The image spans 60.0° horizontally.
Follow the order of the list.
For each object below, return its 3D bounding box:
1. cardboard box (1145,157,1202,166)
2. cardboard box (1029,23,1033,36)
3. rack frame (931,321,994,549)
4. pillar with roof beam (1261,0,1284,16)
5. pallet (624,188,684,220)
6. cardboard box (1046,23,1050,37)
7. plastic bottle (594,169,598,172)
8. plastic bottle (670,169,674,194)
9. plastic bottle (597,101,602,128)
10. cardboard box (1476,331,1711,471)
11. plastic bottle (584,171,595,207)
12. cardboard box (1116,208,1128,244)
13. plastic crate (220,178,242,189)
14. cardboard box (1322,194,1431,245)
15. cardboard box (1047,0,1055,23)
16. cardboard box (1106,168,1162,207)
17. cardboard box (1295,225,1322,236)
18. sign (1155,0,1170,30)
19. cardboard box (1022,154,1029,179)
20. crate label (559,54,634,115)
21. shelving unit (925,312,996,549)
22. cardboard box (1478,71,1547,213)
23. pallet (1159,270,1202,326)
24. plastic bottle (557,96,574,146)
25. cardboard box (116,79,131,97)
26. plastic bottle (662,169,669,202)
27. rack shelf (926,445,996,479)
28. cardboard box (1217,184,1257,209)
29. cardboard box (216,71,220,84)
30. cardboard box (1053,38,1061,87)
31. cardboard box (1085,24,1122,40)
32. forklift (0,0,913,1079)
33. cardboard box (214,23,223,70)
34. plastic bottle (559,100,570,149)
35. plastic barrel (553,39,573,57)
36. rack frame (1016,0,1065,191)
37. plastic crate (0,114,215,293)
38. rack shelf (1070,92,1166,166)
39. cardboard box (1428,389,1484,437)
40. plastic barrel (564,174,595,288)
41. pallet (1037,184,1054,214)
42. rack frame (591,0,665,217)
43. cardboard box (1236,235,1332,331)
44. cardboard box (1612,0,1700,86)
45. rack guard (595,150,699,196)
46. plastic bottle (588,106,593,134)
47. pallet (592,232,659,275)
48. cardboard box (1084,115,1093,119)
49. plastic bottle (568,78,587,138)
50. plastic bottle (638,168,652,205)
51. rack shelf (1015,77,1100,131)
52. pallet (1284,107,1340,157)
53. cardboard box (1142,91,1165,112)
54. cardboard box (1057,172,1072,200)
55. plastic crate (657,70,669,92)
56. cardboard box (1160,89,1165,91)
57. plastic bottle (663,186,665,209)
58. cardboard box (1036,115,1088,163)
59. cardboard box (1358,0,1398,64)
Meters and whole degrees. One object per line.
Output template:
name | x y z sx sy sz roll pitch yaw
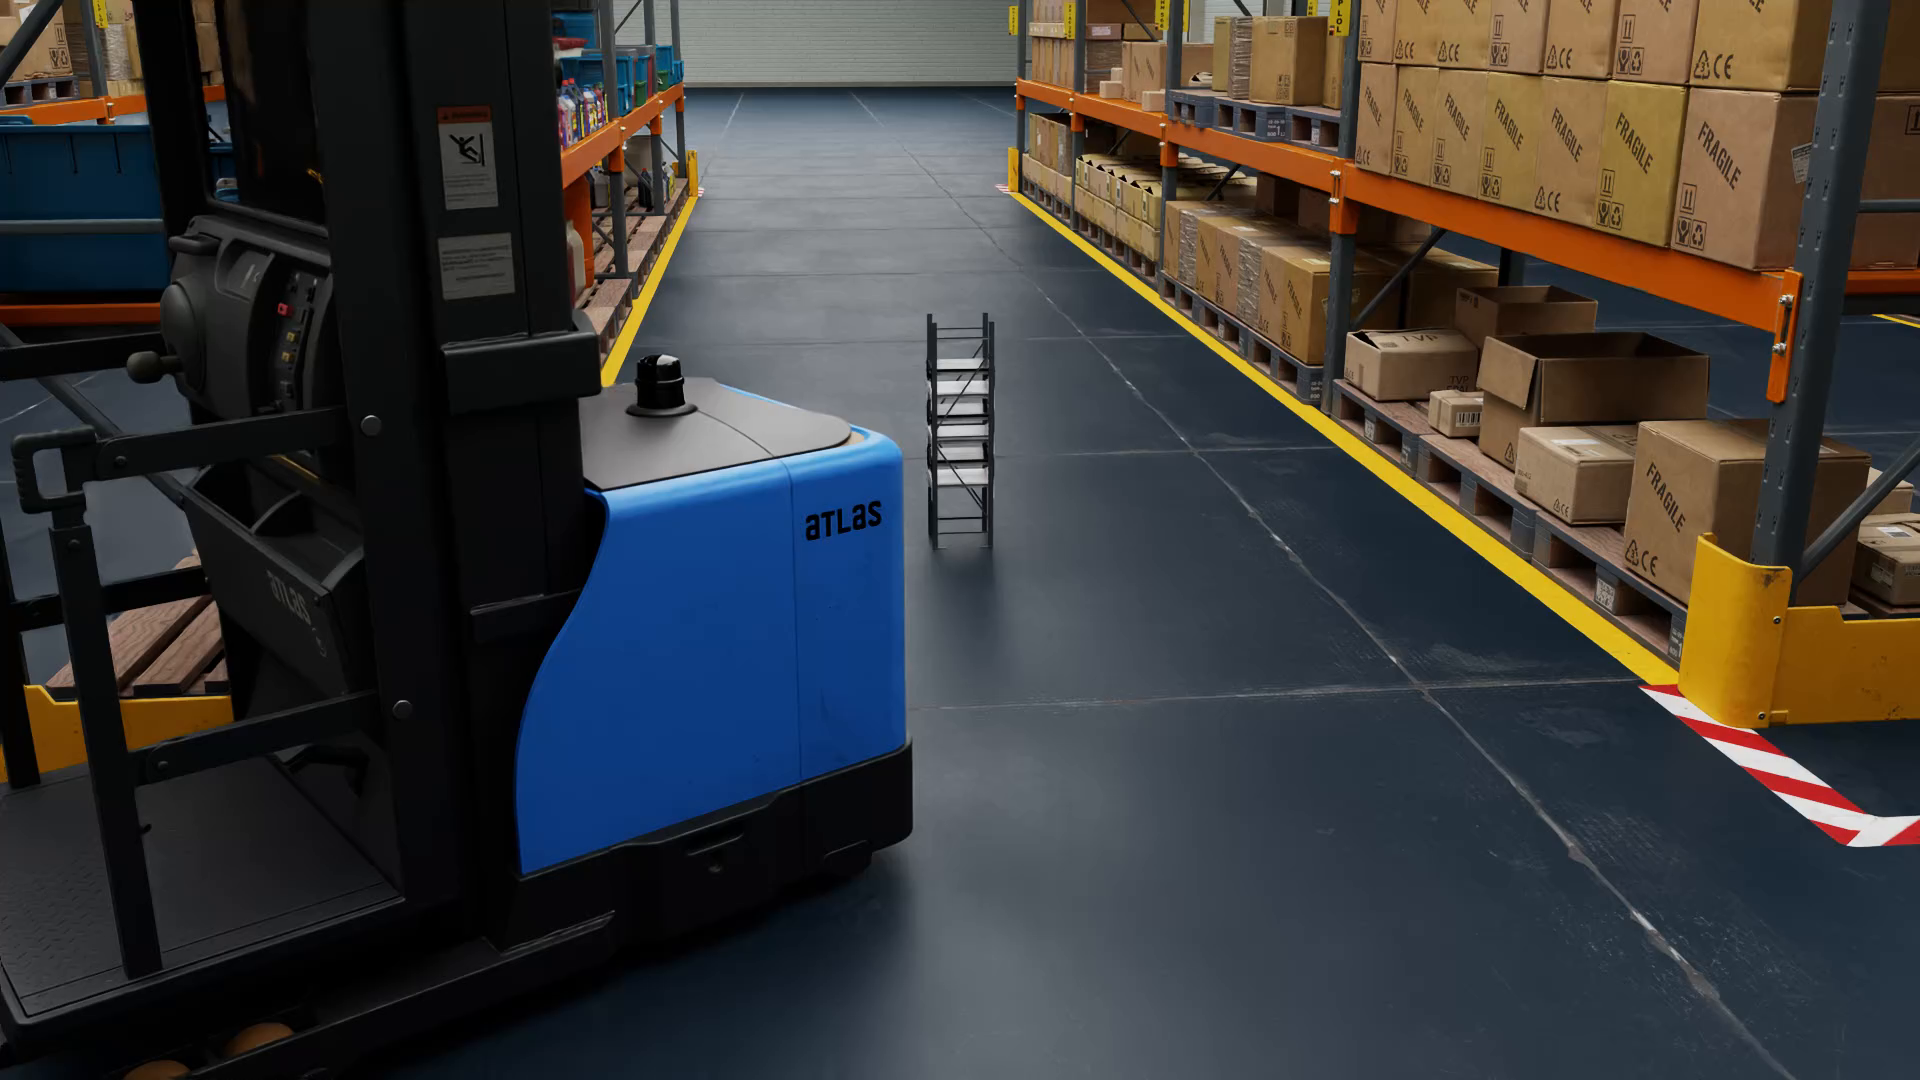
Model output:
cardboard box | 1.983 -3.383 15.400 0.500 0.311 0.500 -1 17 -4
cardboard box | 1.009 -5.919 19.274 0.380 0.149 0.250 -2 18 -6
rack frame | 0.011 -0.397 6.438 0.240 0.900 0.006 -2 18 -6
pillar with roof beam | 1.523 -11.963 29.757 9.100 9.000 0.400 -2 18 -6
pallet | -3.488 -3.577 17.719 1.003 0.211 1.213 -2 18 -6
cardboard box | 1.144 -5.536 18.052 0.380 0.149 0.250 -2 18 -6
plastic bottle | -3.822 -3.760 17.467 0.097 0.271 0.097 0 17 0
plastic bottle | -3.106 -3.793 17.565 0.152 0.276 0.135 -2 18 -7
plastic bottle | -2.435 -2.845 11.061 0.097 0.201 0.097 0 17 0
cardboard box | 2.620 -0.570 6.917 0.797 0.503 0.637 -2 18 -6
plastic bottle | -3.685 -3.471 16.414 0.144 0.351 0.185 -2 18 -7
cardboard box | 1.606 -2.643 13.978 0.500 0.250 0.500 -1 17 -4
plastic crate | -2.476 -1.164 5.716 0.298 0.136 0.250 -2 18 -6
cardboard box | 2.510 -1.935 10.020 0.500 0.250 0.500 -2 18 -6
cardboard box | 1.336 -5.890 18.099 0.700 0.500 0.500 -2 18 -5
cardboard box | 1.550 -3.061 14.373 0.500 0.311 0.500 -1 17 -4
cardboard box | 2.452 -1.738 10.643 0.500 0.500 0.500 -2 18 -8
sign | 1.456 -3.837 11.957 0.100 0.325 0.005 -2 18 -6
cardboard box | 1.017 -4.408 19.598 0.500 0.250 0.500 -2 18 -6
crate label | -2.753 -3.472 12.668 0.502 0.435 0.616 -2 18 -6
shelving unit | 0.001 -0.427 6.535 0.258 0.900 0.210 -2 18 -6
cardboard box | 2.362 -1.545 6.423 0.500 0.500 0.500 -2 18 -6
pallet | 2.048 -1.748 11.893 1.003 0.211 1.213 -2 18 -6
plastic bottle | -2.295 -2.394 9.502 0.152 0.276 0.135 -2 18 -6
cardboard box | -7.994 -4.217 15.522 0.380 0.149 0.250 -2 18 -6
plastic bottle | -3.022 -3.598 16.817 0.144 0.351 0.185 -3 18 -8
rack shelf | 0.001 -0.309 6.572 0.258 0.077 0.200 -2 18 -6
cardboard box | 2.246 -2.623 12.979 0.500 0.311 0.500 -1 17 -4
cardboard box | -8.411 -5.108 18.359 0.380 0.149 0.250 -2 18 -6
cardboard box | 1.381 -5.133 17.852 0.700 0.500 0.500 -1 17 -4
cardboard box | 1.355 -4.926 16.109 0.380 0.149 0.250 -2 18 -6
forklift | -1.578 -0.442 3.191 3.031 2.935 1.130 -14 22 -37
cardboard box | -8.641 -5.406 18.224 0.875 0.500 0.500 -2 18 -6
plastic bottle | -2.271 -2.325 9.282 0.152 0.276 0.135 -2 18 -6
plastic barrel | -3.331 -3.768 13.443 0.433 0.535 0.433 0 17 0
rack frame | 1.183 -5.686 19.780 1.000 3.000 0.127 -2 18 -6
plastic crate | -2.314 -0.906 4.397 0.616 0.435 0.499 -2 18 -6
rack shelf | 1.802 -3.555 14.194 1.077 0.370 4.000 -2 18 -6
cardboard box | 2.348 -0.579 7.511 0.380 0.166 0.250 -2 18 -6
plastic barrel | -2.852 -2.170 11.503 0.600 0.830 0.708 -2 18 -6
pallet | 1.426 -3.766 18.321 1.003 0.211 1.213 -2 18 -6
rack frame | -3.332 -4.342 15.500 1.000 3.000 0.127 -2 18 -6
cardboard box | 1.991 -1.563 10.086 0.500 0.500 0.500 -2 17 -5
cardboard box | 2.461 -1.718 5.306 0.500 0.500 0.500 -1 17 -4
rack guard | -3.690 -4.320 19.603 1.175 0.500 0.348 -2 18 -6
plastic bottle | -2.375 -2.671 10.507 0.097 0.201 0.097 0 17 0
pallet | -3.083 -2.415 14.016 1.003 0.211 1.213 -2 18 -6
cardboard box | 1.652 -4.484 18.589 0.500 0.500 0.500 -2 18 -6
plastic bottle | -2.360 -2.630 10.130 0.144 0.351 0.185 -2 18 -6
plastic bottle | -3.146 -3.537 16.623 0.144 0.351 0.185 -2 18 -6
rack shelf | 1.389 -4.747 17.990 1.077 0.370 4.000 -2 18 -6
pallet | 2.447 -2.260 9.190 1.003 0.211 1.213 -2 18 -6
cardboard box | 1.641 -3.442 13.052 0.380 0.149 0.250 -2 18 -6
cardboard box | 1.289 -3.663 17.227 0.500 0.250 0.500 -2 18 -6
plastic crate | -3.191 -4.654 16.848 0.450 0.188 0.662 -2 18 -6
cardboard box | 1.821 -3.561 13.430 0.380 0.149 0.250 0 17 -2
plastic bottle | -2.928 -3.359 16.188 0.097 0.271 0.097 0 17 0
cardboard box | 1.135 -4.468 18.538 0.500 0.500 0.500 -2 18 -6
cardboard box | 2.190 -2.486 7.752 0.500 0.500 0.500 -1 17 -4
